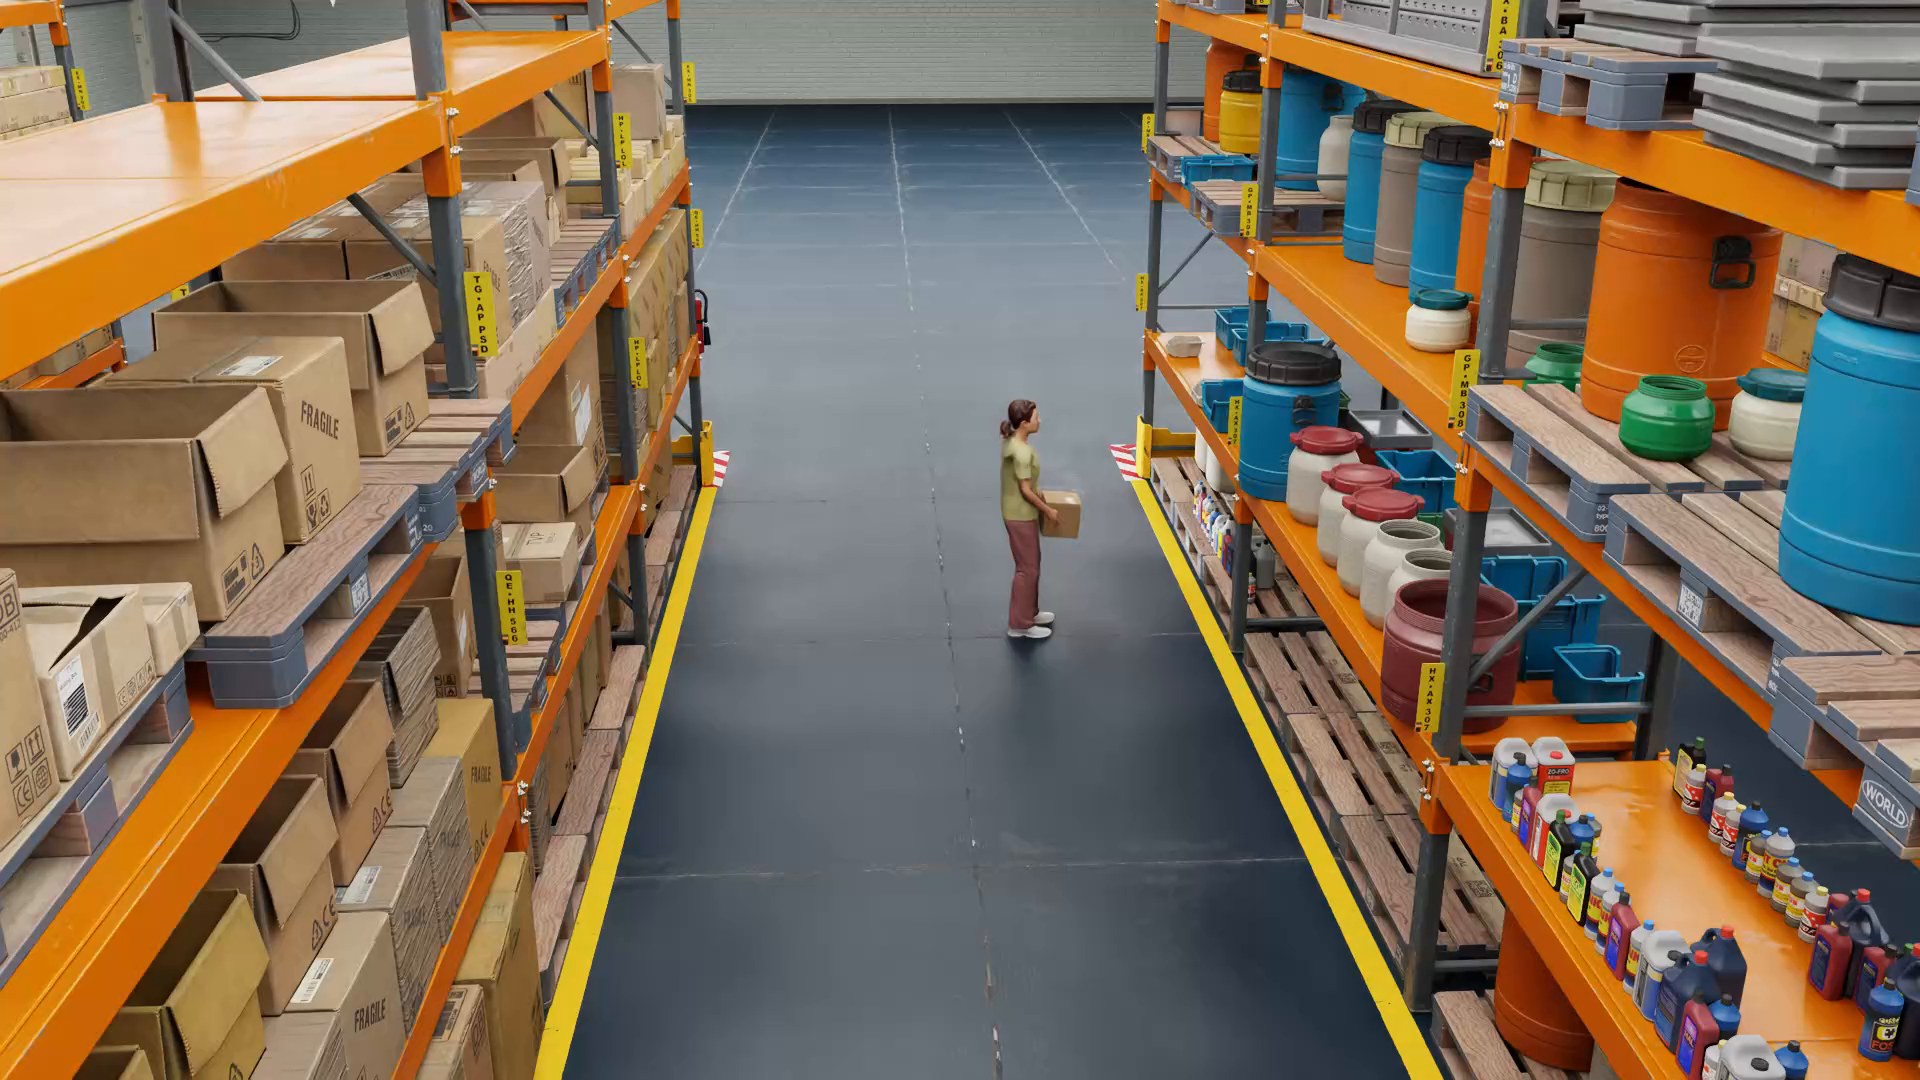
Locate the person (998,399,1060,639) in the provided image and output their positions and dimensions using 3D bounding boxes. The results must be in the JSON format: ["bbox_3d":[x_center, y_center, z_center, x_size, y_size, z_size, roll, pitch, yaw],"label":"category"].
[{"bbox_3d":[0.468,-0.165,11.517,0.435,1.675,0.468,-1,21,-4],"label":"person"}]
